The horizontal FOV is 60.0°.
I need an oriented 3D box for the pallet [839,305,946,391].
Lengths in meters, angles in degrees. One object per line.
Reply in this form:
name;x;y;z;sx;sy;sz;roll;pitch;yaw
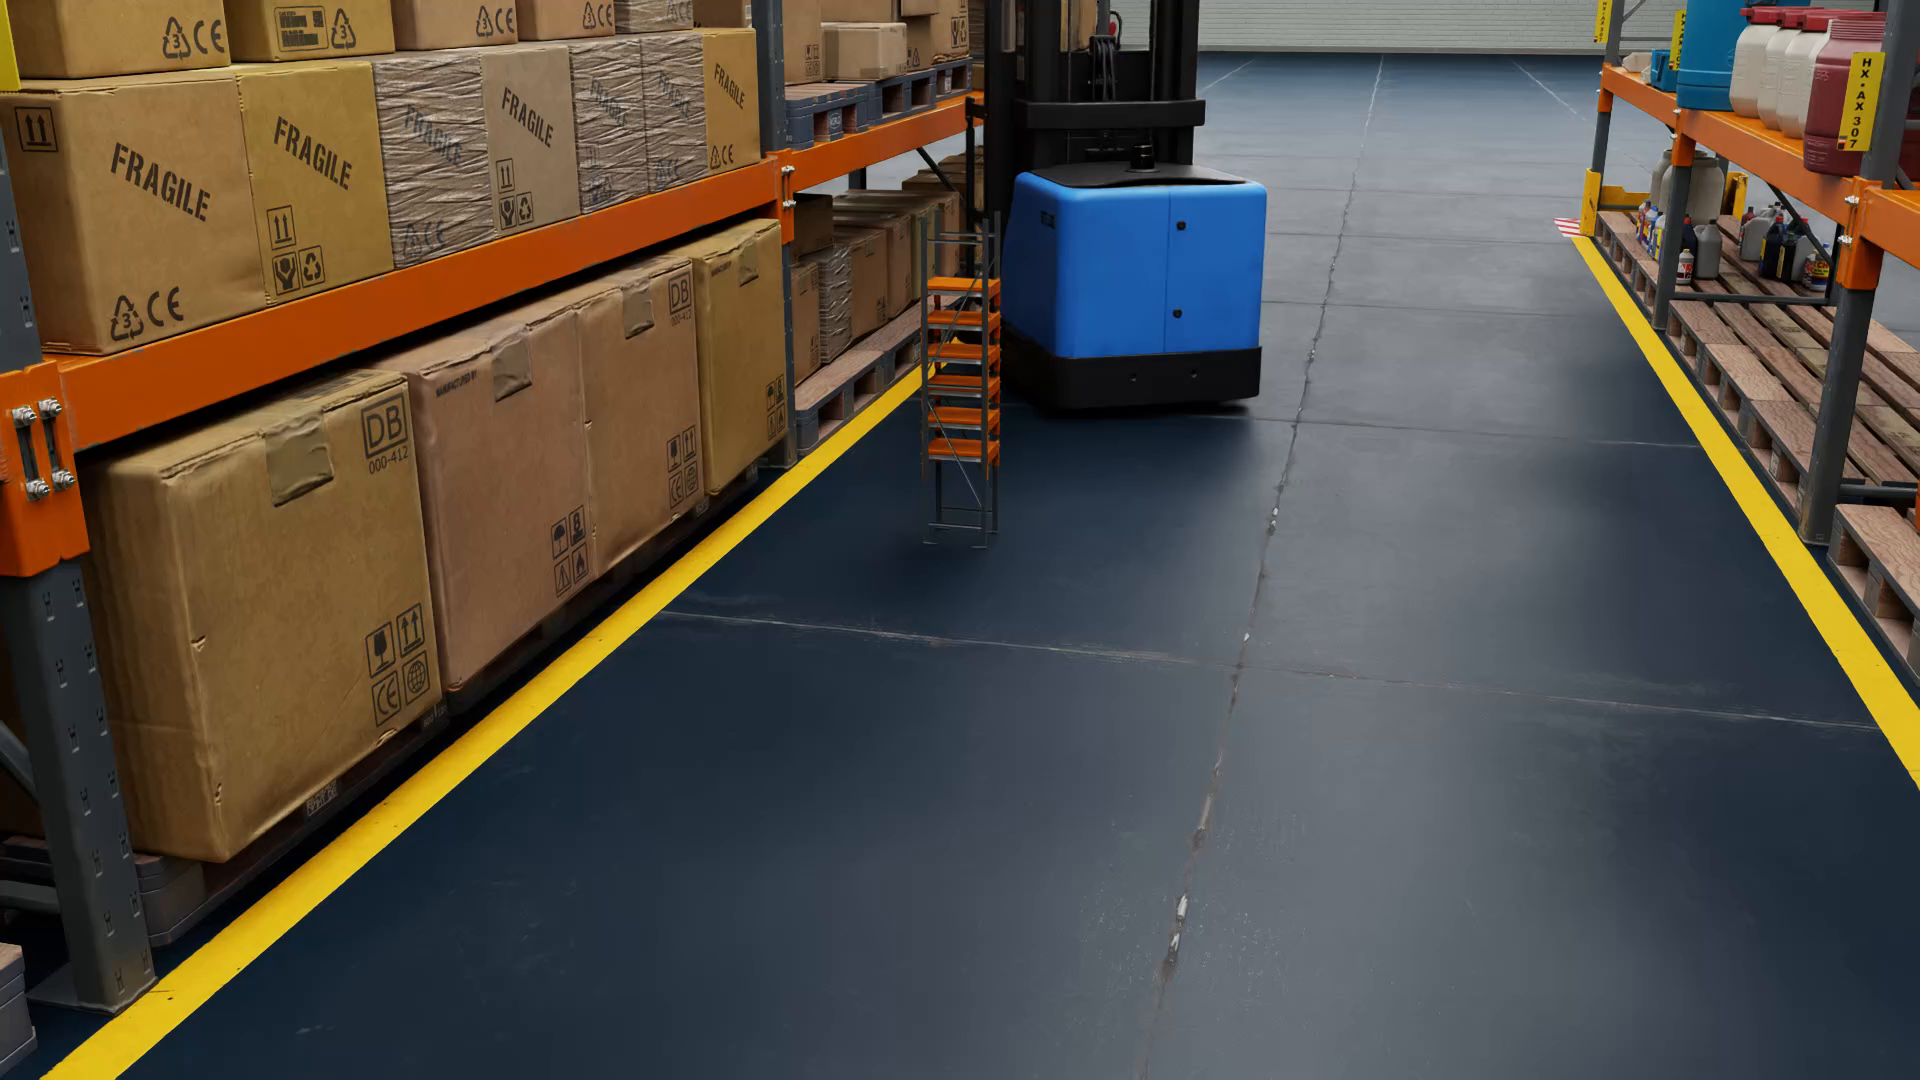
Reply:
pallet;-0.705;-1.073;9.002;1.003;0.211;1.213;5;19;13

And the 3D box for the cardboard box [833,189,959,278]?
cardboard box;-0.391;-1.855;10.164;0.700;0.500;0.500;3;19;9

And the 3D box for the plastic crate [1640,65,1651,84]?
plastic crate;4.734;-3.033;10.835;0.530;0.136;0.437;5;19;13

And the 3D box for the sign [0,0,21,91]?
sign;-1.636;-0.917;2.769;0.100;0.325;0.005;5;19;13

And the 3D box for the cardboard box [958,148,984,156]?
cardboard box;0.304;-2.711;12.700;0.500;0.500;0.500;7;20;18

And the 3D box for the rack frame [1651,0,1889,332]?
rack frame;4.583;-2.629;9.244;1.000;3.000;0.127;5;19;13

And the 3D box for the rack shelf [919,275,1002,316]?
rack shelf;0.004;-0.871;5.905;0.258;0.103;0.180;5;19;13

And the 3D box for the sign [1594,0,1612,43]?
sign;5.028;-4.059;13.001;0.100;0.325;0.005;5;19;13

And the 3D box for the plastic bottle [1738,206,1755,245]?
plastic bottle;5.345;-2.127;11.295;0.061;0.283;0.133;5;19;13

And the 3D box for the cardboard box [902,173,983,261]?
cardboard box;-0.083;-2.158;11.083;0.500;0.500;0.500;4;19;12

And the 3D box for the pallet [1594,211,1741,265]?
pallet;5.384;-2.281;12.541;1.003;0.211;1.213;5;19;13

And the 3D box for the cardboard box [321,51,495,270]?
cardboard box;-1.575;-0.999;4.317;0.500;0.500;0.500;4;19;12

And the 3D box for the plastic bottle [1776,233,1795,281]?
plastic bottle;5.035;-1.729;10.130;0.061;0.283;0.133;5;19;13

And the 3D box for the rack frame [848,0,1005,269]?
rack frame;-0.220;-3.020;10.389;1.000;3.000;0.127;5;19;13

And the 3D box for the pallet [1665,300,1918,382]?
pallet;4.429;-1.060;8.965;1.003;0.211;1.213;5;19;13

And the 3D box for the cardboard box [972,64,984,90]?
cardboard box;0.124;-2.945;10.558;0.380;0.149;0.250;5;19;13

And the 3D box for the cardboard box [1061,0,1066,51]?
cardboard box;0.293;-3.817;12.106;0.875;0.500;0.500;5;19;13

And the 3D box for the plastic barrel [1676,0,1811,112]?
plastic barrel;4.195;-2.769;8.879;0.600;0.901;0.708;5;19;13

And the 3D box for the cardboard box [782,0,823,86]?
cardboard box;-1.065;-2.368;7.675;0.700;0.500;0.500;8;20;21

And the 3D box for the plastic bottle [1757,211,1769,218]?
plastic bottle;5.415;-2.072;11.145;0.152;0.276;0.135;4;19;12

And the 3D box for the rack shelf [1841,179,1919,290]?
rack shelf;3.117;-0.408;3.855;1.077;0.370;4.000;5;19;13

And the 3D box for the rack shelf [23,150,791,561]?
rack shelf;-1.686;-0.799;5.000;1.077;0.370;4.000;5;19;13

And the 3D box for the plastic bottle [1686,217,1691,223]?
plastic bottle;4.692;-1.938;10.742;0.061;0.283;0.133;5;19;13

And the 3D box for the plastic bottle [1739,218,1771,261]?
plastic bottle;5.183;-1.965;10.833;0.152;0.276;0.135;5;19;13

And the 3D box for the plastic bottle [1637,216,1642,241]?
plastic bottle;4.790;-2.191;11.609;0.097;0.201;0.097;0;19;0

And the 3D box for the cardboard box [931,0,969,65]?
cardboard box;-0.550;-3.265;9.528;1.000;1.000;1.000;5;19;14

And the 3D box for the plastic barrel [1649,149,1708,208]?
plastic barrel;5.474;-2.692;12.627;0.421;0.512;0.421;0;19;0

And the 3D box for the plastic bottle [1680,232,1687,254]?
plastic bottle;4.381;-1.729;10.130;0.061;0.283;0.133;6;20;16

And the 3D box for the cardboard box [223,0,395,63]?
cardboard box;-1.847;-1.450;4.085;0.797;0.503;0.637;5;19;14

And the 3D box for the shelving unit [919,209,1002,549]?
shelving unit;0.004;-0.572;6.007;0.258;1.200;0.189;5;19;13

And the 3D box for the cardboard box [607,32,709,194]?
cardboard box;-1.205;-1.484;5.736;0.500;0.500;0.500;4;19;13

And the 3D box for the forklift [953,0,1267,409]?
forklift;0.598;-2.438;8.792;1.130;2.935;3.031;-5;19;-13

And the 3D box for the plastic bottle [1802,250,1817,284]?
plastic bottle;5.136;-1.642;10.003;0.097;0.201;0.097;0;19;0

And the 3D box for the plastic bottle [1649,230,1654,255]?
plastic bottle;4.633;-1.989;11.018;0.097;0.201;0.097;0;19;0

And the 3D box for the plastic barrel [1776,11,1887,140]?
plastic barrel;3.852;-2.045;7.325;0.433;0.535;0.433;0;19;0

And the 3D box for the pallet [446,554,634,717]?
pallet;-1.763;0.175;5.347;1.003;0.211;1.213;5;19;13

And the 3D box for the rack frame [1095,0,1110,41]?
rack frame;0.757;-4.274;14.060;1.000;3.000;0.127;5;19;13

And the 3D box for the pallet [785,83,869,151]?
pallet;-1.126;-1.908;7.428;1.213;0.211;1.003;5;19;13

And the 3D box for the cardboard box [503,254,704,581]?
cardboard box;-1.611;-0.466;5.550;1.225;0.875;0.875;5;19;14

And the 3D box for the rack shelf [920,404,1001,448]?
rack shelf;0.004;-0.417;6.060;0.258;0.103;0.180;5;19;13

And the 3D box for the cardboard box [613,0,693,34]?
cardboard box;-1.392;-2.061;5.873;0.797;0.503;0.637;5;20;15

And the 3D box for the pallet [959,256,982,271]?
pallet;-0.090;-1.914;11.465;1.003;0.211;1.213;5;19;13

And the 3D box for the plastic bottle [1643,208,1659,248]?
plastic bottle;4.707;-2.117;11.287;0.097;0.271;0.097;0;19;0

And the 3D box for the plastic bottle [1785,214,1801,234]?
plastic bottle;5.229;-1.863;10.419;0.144;0.351;0.185;4;19;11

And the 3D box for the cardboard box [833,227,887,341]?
cardboard box;-0.798;-1.356;8.705;0.700;0.500;0.500;6;20;18

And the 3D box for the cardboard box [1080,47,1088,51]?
cardboard box;0.815;-3.889;13.321;0.380;0.149;0.250;5;19;13

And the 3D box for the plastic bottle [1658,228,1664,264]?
plastic bottle;4.507;-1.891;10.605;0.061;0.283;0.133;6;20;17
